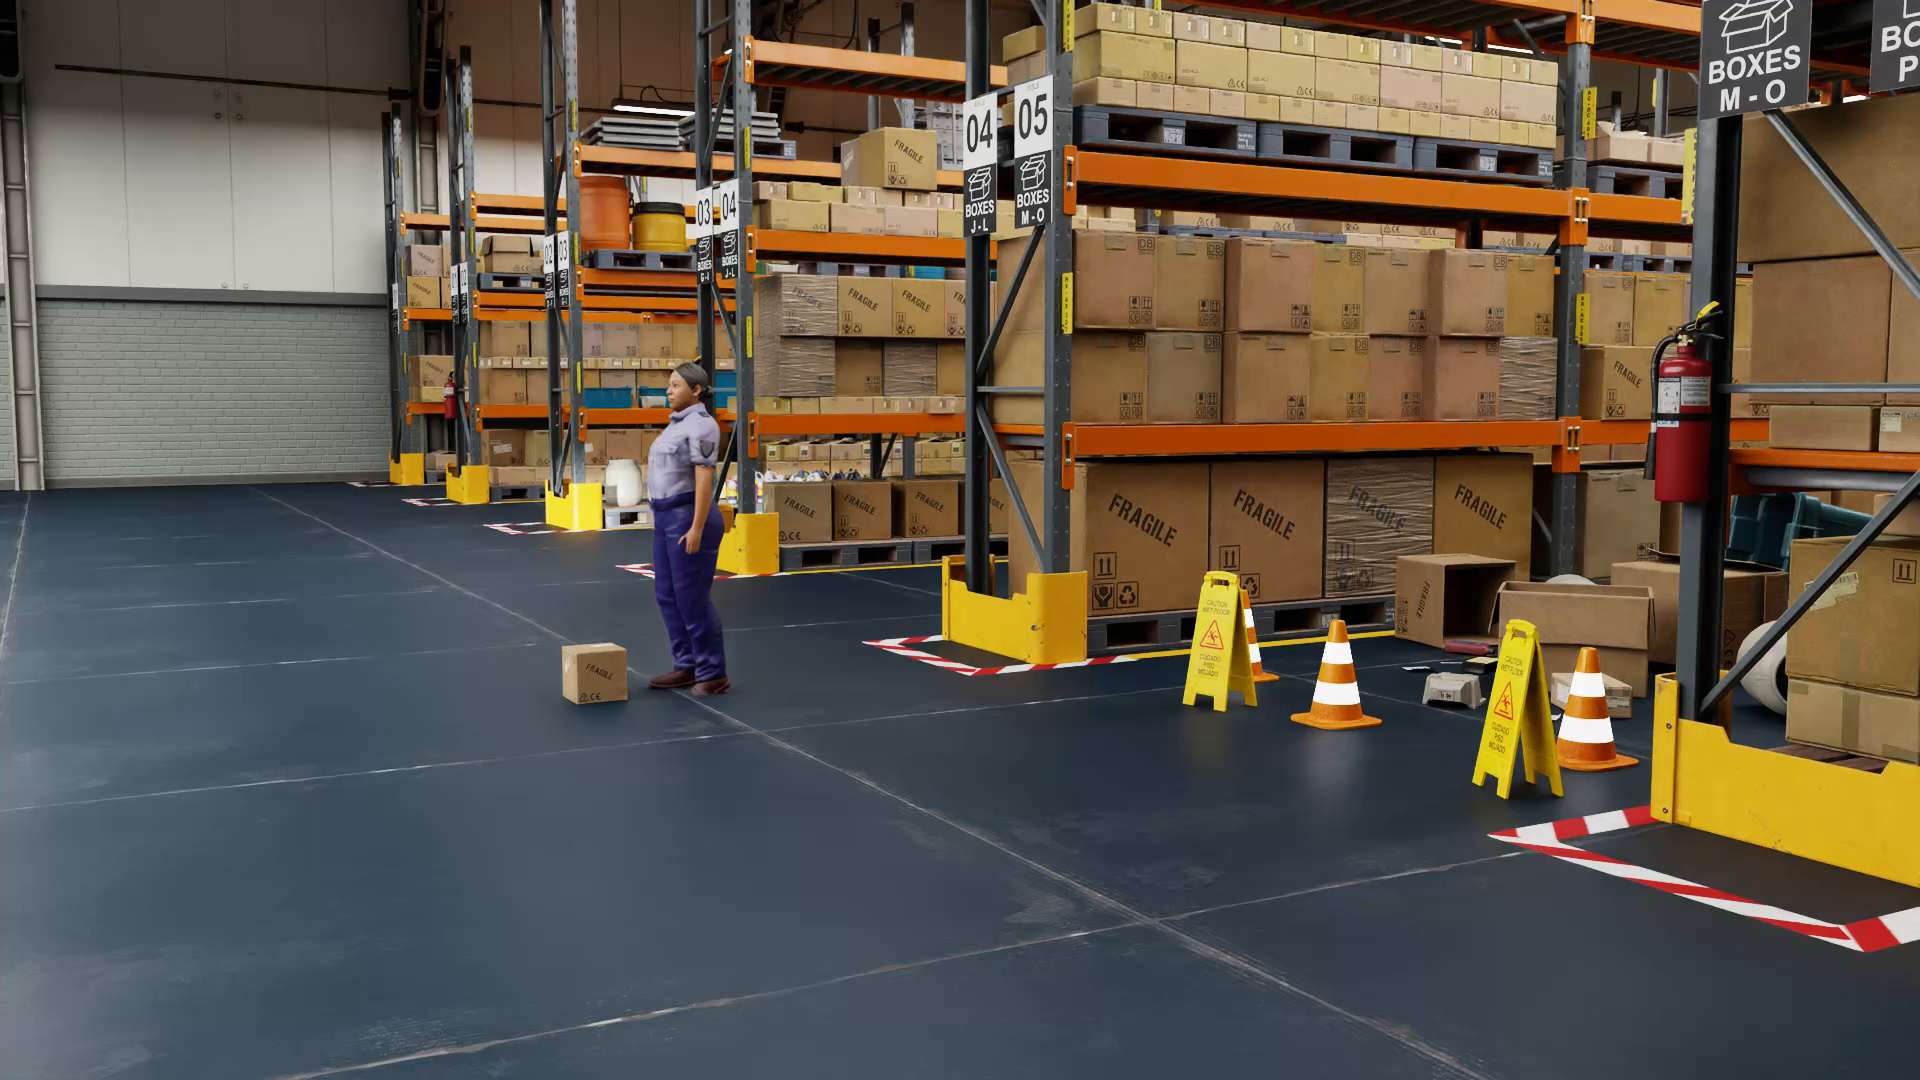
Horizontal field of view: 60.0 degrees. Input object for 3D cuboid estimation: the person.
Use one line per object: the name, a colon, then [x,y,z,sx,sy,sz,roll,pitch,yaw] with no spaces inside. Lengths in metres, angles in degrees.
person: [-1.362,-0.036,8.288,0.351,1.691,0.467,-3,6,-27]
